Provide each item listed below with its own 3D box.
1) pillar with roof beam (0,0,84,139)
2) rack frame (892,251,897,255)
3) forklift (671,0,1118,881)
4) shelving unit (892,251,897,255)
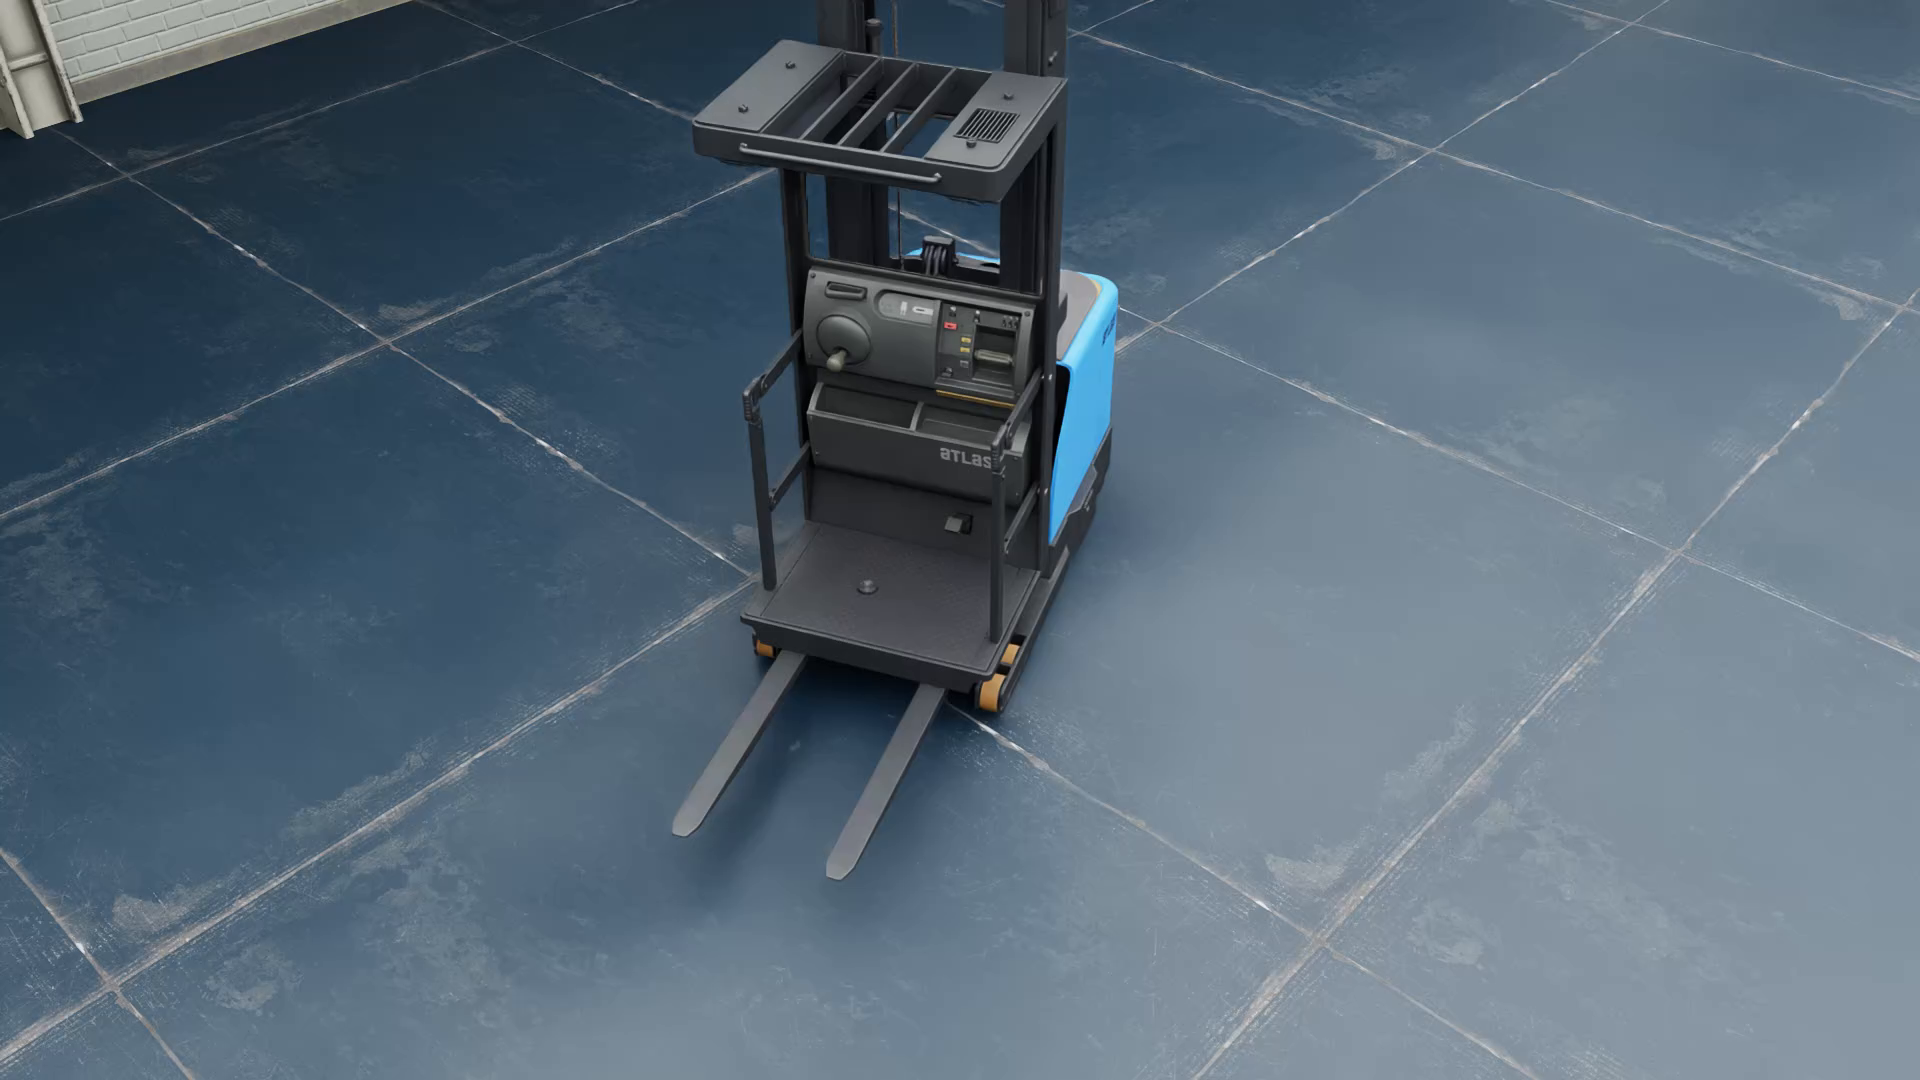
[{"bbox_3d":[-3.050,-4.553,6.246,9.100,9.000,0.400,30,47,32],"label":"pillar with roof beam"},{"bbox_3d":[-0.208,-1.045,8.337,0.240,0.900,0.006,2,39,3],"label":"rack frame"},{"bbox_3d":[-0.237,-0.726,6.308,1.130,2.935,3.031,12,40,15],"label":"forklift"},{"bbox_3d":[-0.214,-0.981,8.258,0.258,0.900,0.210,2,39,3],"label":"shelving unit"}]
